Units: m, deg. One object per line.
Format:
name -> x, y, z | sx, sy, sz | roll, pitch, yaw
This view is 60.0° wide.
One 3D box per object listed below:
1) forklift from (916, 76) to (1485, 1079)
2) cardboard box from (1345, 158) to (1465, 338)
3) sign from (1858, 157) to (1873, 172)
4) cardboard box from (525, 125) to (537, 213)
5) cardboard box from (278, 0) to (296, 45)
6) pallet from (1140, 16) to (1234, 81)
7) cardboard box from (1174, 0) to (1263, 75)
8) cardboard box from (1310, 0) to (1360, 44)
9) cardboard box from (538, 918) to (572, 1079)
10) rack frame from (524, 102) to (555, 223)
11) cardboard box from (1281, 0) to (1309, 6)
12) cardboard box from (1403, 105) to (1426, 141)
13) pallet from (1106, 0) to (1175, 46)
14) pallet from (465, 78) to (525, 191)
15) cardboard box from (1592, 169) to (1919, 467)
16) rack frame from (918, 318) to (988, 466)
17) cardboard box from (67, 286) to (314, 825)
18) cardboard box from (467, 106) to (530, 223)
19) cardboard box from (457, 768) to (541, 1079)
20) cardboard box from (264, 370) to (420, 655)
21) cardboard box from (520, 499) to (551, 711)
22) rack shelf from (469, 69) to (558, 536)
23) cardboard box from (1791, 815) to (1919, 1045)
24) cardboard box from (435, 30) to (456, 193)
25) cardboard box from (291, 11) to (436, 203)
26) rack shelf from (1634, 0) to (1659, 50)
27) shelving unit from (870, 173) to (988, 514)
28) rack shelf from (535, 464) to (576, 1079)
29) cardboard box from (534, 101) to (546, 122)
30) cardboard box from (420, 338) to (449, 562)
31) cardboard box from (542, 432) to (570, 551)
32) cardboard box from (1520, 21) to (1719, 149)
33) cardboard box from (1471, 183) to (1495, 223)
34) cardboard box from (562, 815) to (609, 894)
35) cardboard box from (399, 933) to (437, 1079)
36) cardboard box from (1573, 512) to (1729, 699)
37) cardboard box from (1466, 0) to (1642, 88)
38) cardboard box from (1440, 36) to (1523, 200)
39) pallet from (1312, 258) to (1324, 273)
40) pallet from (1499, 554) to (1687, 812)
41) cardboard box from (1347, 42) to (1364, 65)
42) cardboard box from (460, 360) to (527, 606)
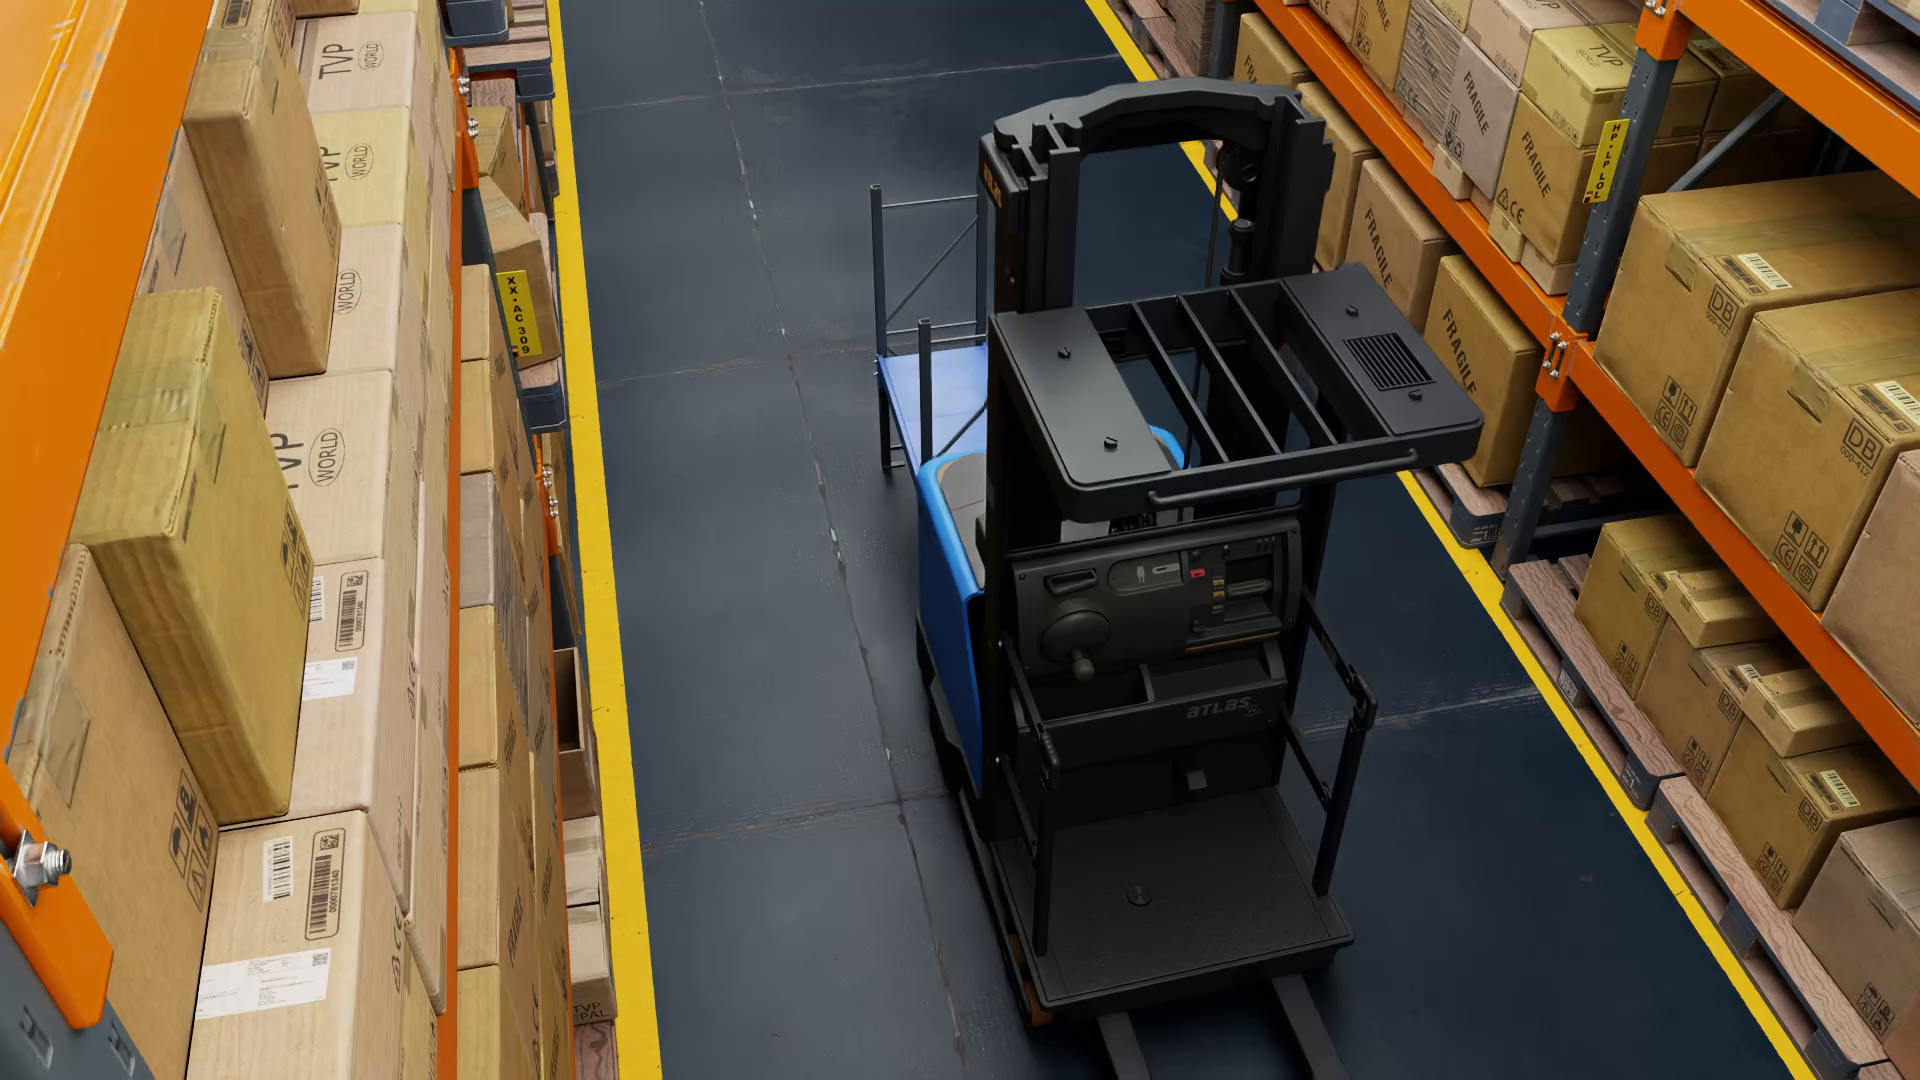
forklift -> 0.675, 0.271, 5.018 | 1.130, 2.935, 3.031 | -9, 42, -10
cardboard box -> 2.399, -1.376, 8.125 | 0.750, 0.750, 0.750 | -7, 42, -8
sign -> 3.402, -1.478, 6.226 | 0.100, 0.325, 0.005 | -8, 42, -9
cardboard box -> -2.392, -1.827, 8.317 | 0.500, 0.250, 0.500 | -7, 42, -8
cardboard box -> -1.864, -1.211, 3.548 | 0.700, 0.500, 0.500 | -8, 42, -9
pallet -> 1.830, -3.101, 10.866 | 1.003, 0.211, 1.213 | -8, 42, -9
cardboard box -> 1.791, -3.326, 10.571 | 0.700, 0.500, 0.500 | -8, 42, -9
cardboard box -> 2.062, -2.779, 8.089 | 0.500, 0.500, 0.500 | -9, 42, -9
cardboard box -> -1.173, 1.239, 3.802 | 0.500, 0.500, 0.500 | -8, 42, -9
rack frame -> -2.839, -2.925, 8.567 | 1.000, 3.000, 0.127 | -8, 42, -9
cardboard box -> 1.863, -2.955, 8.775 | 0.380, 0.149, 0.250 | -7, 42, -8
cardboard box -> 2.280, -1.966, 7.661 | 0.380, 0.149, 0.250 | -9, 42, -10
pallet -> 1.570, -3.890, 11.755 | 1.003, 0.211, 1.213 | -8, 42, -9
pallet -> -2.415, -1.593, 7.212 | 1.003, 0.211, 1.213 | -8, 42, -9
cardboard box -> 2.962, -0.803, 5.950 | 0.980, 0.700, 0.700 | -8, 42, -9
rack frame -> 0.091, -0.287, 6.725 | 0.500, 1.500, 0.032 | -8, 42, -9
cardboard box -> -1.264, 0.061, 2.116 | 0.700, 0.500, 0.500 | -8, 42, -9
cardboard box -> -2.070, -1.302, 6.348 | 0.700, 0.500, 0.500 | -2, 42, -2
cardboard box -> -1.174, 0.861, 3.474 | 0.500, 0.500, 0.500 | -8, 42, -9
cardboard box -> -1.184, -0.011, 2.761 | 0.500, 0.250, 0.500 | -8, 42, -9
cardboard box -> -1.505, 0.252, 4.913 | 0.500, 0.500, 0.500 | -7, 42, -8
rack shelf -> -2.407, -1.359, 7.346 | 1.077, 0.370, 4.000 | -8, 42, -9
cardboard box -> 3.258, 1.237, 5.446 | 0.700, 0.500, 0.500 | -10, 42, -11
cardboard box -> -1.611, -1.121, 4.388 | 0.500, 0.250, 0.500 | -8, 42, -9
cardboard box -> -1.501, -0.984, 3.857 | 0.500, 0.250, 0.500 | -8, 42, -9
rack shelf -> 2.429, -3.193, 7.152 | 1.077, 0.370, 4.000 | -8, 42, -9
shelving unit -> -0.018, -0.616, 7.096 | 0.538, 1.500, 1.048 | -8, 42, -9
rack shelf -> -1.544, 1.233, 4.425 | 1.077, 0.370, 4.000 | -8, 42, -9
cardboard box -> -2.665, -2.645, 9.584 | 0.500, 0.311, 0.500 | -7, 42, -8
cardboard box -> -1.294, -0.147, 3.292 | 0.500, 0.250, 0.500 | -8, 42, -9
cardboard box -> -1.968, -0.254, 7.110 | 0.500, 0.500, 0.500 | -8, 42, -9
cardboard box -> 2.510, -1.747, 6.361 | 0.500, 0.250, 0.500 | -7, 42, -8
cardboard box -> 2.422, -1.471, 7.103 | 0.380, 0.149, 0.250 | -7, 42, -8
cardboard box -> -1.436, 1.133, 5.812 | 0.380, 0.149, 0.250 | -8, 42, -9
cardboard box -> -0.975, 0.826, 2.196 | 0.500, 0.250, 0.500 | -8, 42, -9
cardboard box -> 2.922, 0.233, 6.576 | 0.700, 0.500, 0.500 | -8, 42, -9
cardboard box -> 2.409, -2.080, 6.736 | 0.500, 0.250, 0.500 | -7, 42, -8
cardboard box -> 2.395, -1.793, 6.977 | 0.500, 0.500, 0.500 | -8, 42, -9
pallet -> 2.354, -1.283, 8.818 | 1.003, 0.211, 1.213 | -8, 42, -9
pallet -> 2.948, 0.503, 6.806 | 1.003, 0.211, 1.213 | -8, 42, -9
cardboard box -> 2.147, -2.474, 8.234 | 0.380, 0.149, 0.250 | -8, 42, -9
cardboard box -> -1.500, -0.121, 4.580 | 0.500, 0.500, 0.500 | -9, 42, -10
